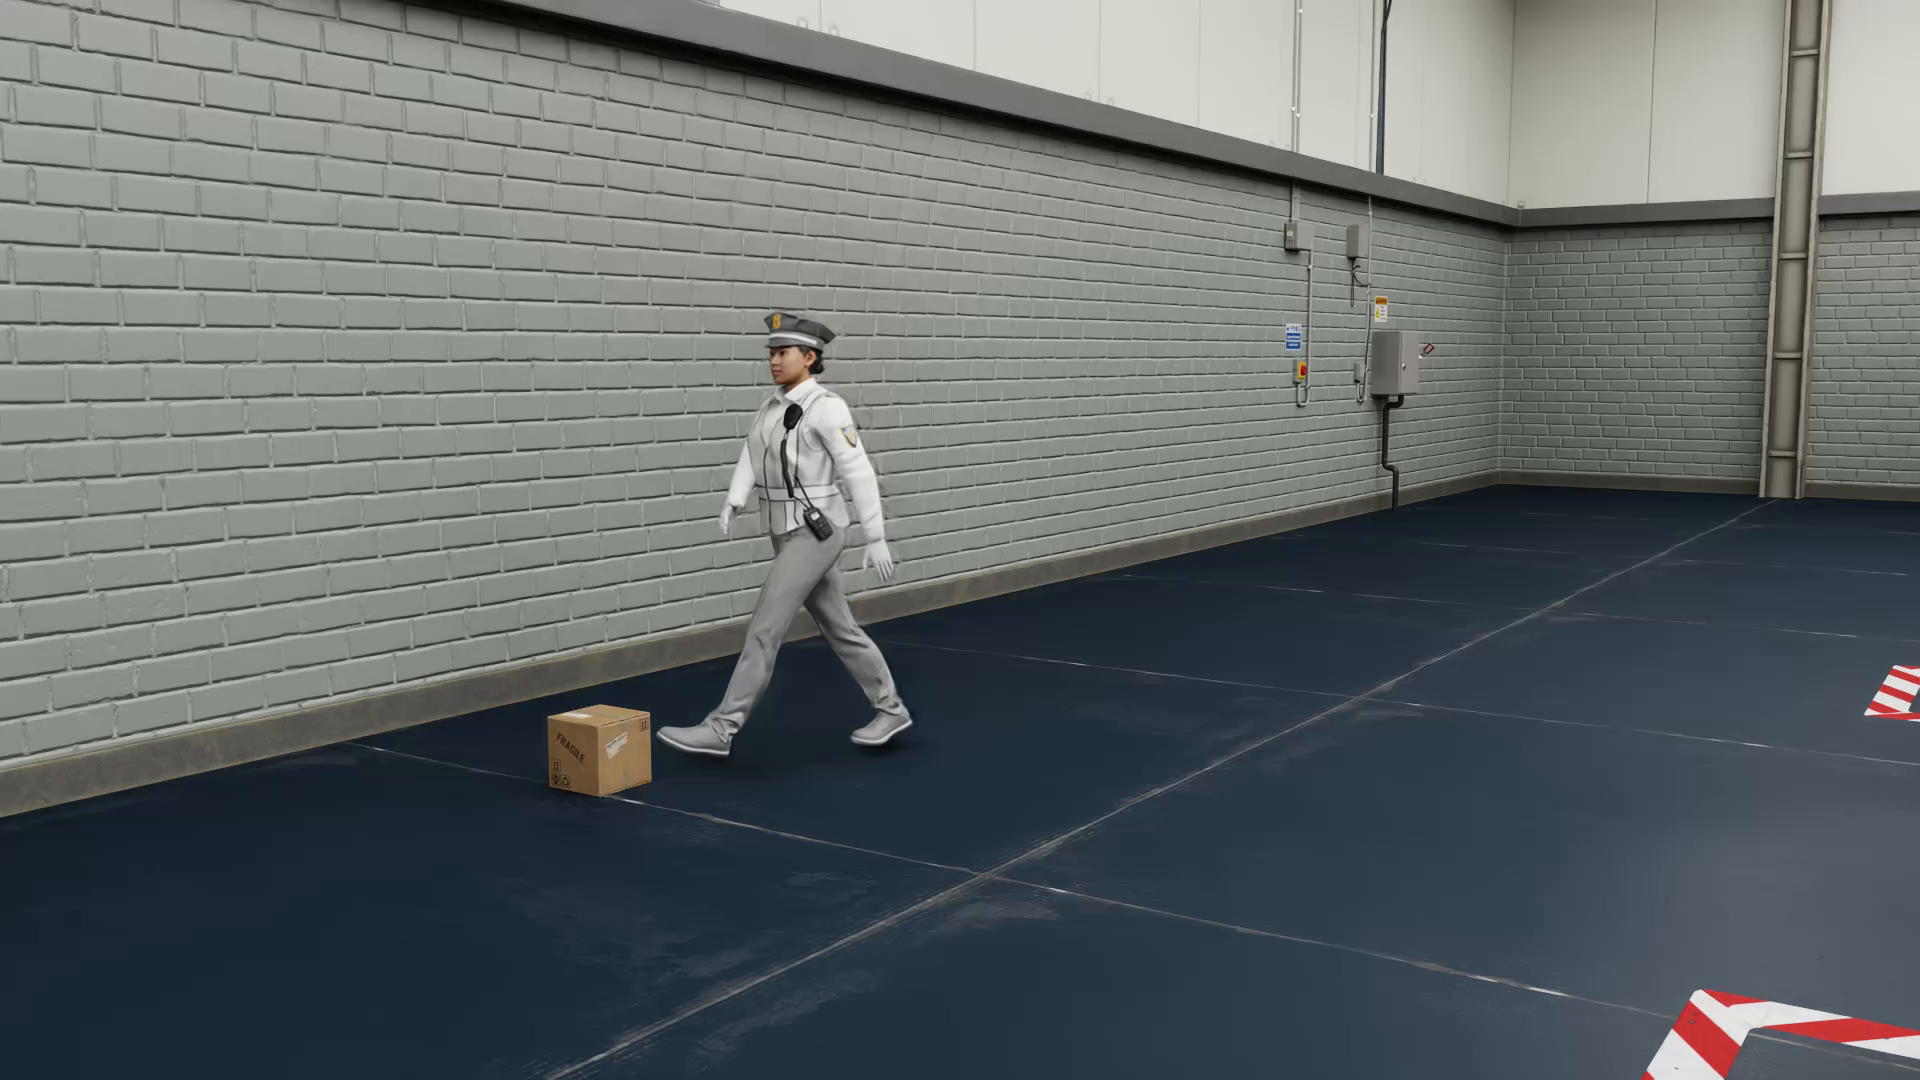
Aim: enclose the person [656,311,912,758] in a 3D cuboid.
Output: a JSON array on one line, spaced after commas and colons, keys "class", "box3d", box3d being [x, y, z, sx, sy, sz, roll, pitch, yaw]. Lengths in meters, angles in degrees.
[{"class": "person", "box3d": [-0.631, -0.021, 6.082, 1.004, 1.617, 0.471, -3, 7, -28]}]
